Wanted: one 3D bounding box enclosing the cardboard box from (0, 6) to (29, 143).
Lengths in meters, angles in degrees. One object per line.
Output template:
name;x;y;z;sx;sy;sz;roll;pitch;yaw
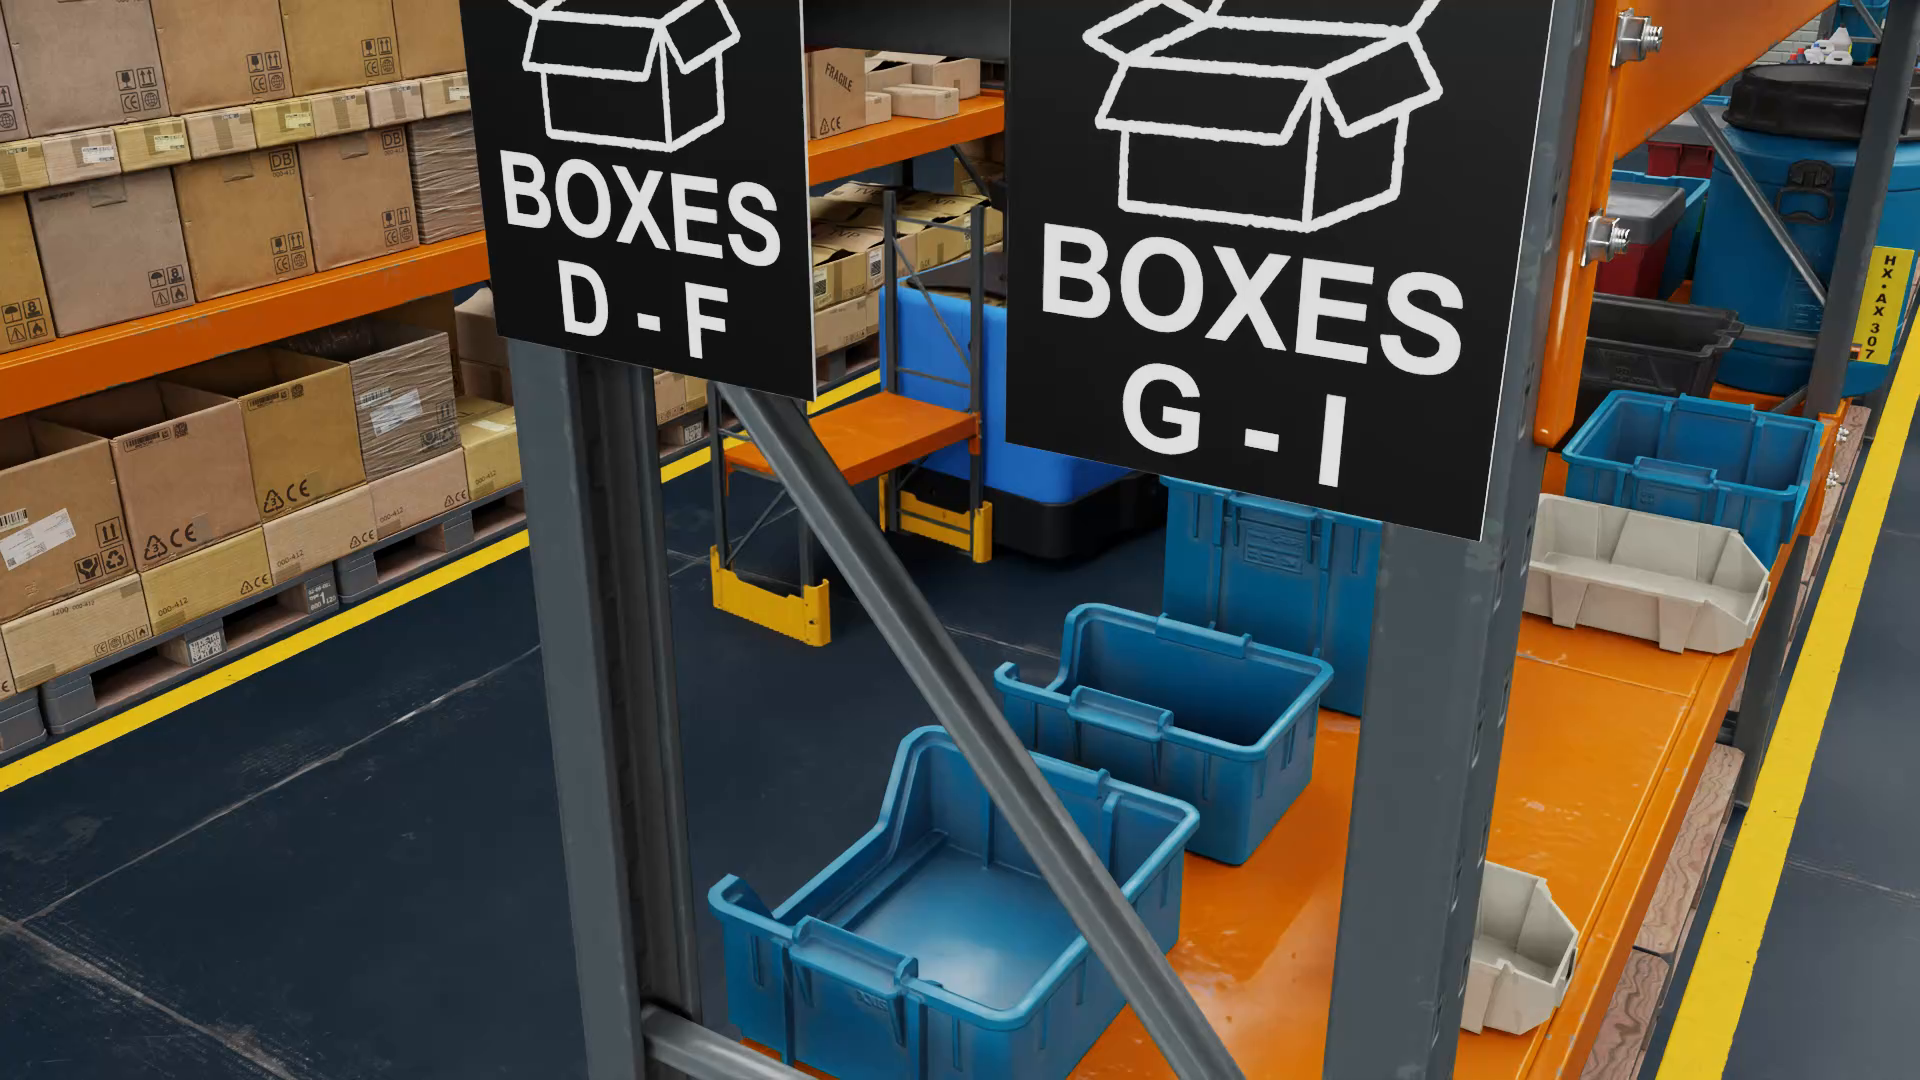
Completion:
cardboard box;-3.388;-1.497;5.173;0.700;0.500;0.500;14;27;29

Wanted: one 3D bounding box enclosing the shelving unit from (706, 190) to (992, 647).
shelving unit;-0.424;-0.517;6.558;0.587;1.500;1.083;18;29;35

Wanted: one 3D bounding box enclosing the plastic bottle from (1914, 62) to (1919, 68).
plastic bottle;5.624;-2.687;9.844;0.097;0.271;0.097;0;23;0

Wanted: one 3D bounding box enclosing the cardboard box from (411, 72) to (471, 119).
cardboard box;-2.195;-1.808;6.707;0.380;0.149;0.250;13;27;28

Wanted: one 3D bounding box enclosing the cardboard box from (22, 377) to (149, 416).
cardboard box;-3.402;-0.361;6.297;0.500;0.500;0.500;14;27;29

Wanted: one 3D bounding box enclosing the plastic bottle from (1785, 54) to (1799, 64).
plastic bottle;4.788;-2.629;9.608;0.144;0.351;0.185;14;27;29

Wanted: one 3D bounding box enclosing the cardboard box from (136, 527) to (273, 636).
cardboard box;-2.947;0.095;6.187;0.500;0.250;0.500;14;27;29

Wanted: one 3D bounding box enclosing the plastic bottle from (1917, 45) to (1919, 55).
plastic bottle;5.898;-2.911;10.260;0.144;0.351;0.185;14;27;29

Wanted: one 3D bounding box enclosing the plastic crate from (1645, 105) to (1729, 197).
plastic crate;3.102;-1.543;6.957;0.402;0.464;0.583;14;27;29

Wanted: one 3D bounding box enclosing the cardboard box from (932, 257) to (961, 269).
cardboard box;-0.331;-1.561;10.013;0.500;0.250;0.500;14;27;28

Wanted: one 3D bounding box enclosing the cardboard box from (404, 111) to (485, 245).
cardboard box;-2.330;-1.579;6.995;0.700;0.500;0.500;13;27;28

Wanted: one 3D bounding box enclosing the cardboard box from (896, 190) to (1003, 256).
cardboard box;-0.059;-1.994;10.306;0.500;0.311;0.500;15;27;30

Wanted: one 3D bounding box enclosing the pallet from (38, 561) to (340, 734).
pallet;-3.199;0.269;6.363;1.003;0.211;1.213;14;27;29

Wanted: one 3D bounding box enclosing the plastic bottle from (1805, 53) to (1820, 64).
plastic bottle;5.146;-2.820;10.146;0.152;0.276;0.135;14;27;29

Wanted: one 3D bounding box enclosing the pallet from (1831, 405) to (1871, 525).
pallet;3.773;-0.461;8.050;1.003;0.211;1.213;14;27;29

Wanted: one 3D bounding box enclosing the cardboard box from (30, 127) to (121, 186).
cardboard box;-3.010;-1.283;5.496;0.380;0.149;0.250;14;27;29

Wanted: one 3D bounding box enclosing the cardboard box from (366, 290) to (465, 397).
cardboard box;-2.612;-0.868;7.468;0.500;0.500;0.500;14;27;29

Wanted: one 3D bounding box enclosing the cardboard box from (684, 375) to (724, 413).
cardboard box;-1.407;-0.871;8.419;0.500;0.250;0.500;15;27;30

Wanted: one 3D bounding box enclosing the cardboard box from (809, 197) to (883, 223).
cardboard box;-0.787;-1.928;10.154;0.500;0.311;0.500;13;27;28

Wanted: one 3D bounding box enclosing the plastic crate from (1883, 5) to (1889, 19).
plastic crate;7.172;-4.085;13.046;0.416;0.233;0.300;14;27;29

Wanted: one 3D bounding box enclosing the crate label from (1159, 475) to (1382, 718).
crate label;0.736;0.011;3.403;0.502;0.435;0.616;14;27;29

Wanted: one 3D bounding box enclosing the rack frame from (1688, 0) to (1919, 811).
rack frame;2.105;-0.644;4.963;1.000;3.000;0.127;14;27;29

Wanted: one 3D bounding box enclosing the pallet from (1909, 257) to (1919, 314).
pallet;5.882;-1.813;11.173;1.003;0.211;1.213;14;27;29

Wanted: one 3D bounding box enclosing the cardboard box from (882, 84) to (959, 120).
cardboard box;-0.231;-2.557;9.697;0.380;0.149;0.250;14;27;29

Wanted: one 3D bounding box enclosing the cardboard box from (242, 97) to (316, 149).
cardboard box;-2.601;-1.548;6.107;0.380;0.149;0.250;14;27;29

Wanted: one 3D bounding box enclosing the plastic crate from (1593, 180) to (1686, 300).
plastic crate;2.100;-0.901;5.476;0.402;0.464;0.583;14;27;29

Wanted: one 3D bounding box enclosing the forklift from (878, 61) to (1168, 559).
forklift;0.956;-1.782;7.676;1.130;2.935;3.031;18;29;35

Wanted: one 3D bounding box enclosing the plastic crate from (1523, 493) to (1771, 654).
plastic crate;1.463;0.078;3.627;0.530;0.136;0.437;14;27;29

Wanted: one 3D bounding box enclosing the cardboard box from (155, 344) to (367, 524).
cardboard box;-2.695;-0.421;6.434;0.500;0.500;0.500;14;27;29

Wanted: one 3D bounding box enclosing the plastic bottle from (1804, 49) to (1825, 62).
plastic bottle;5.268;-2.899;10.326;0.152;0.276;0.135;14;27;29

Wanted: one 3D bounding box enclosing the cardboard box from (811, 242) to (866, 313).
cardboard box;-0.862;-1.478;9.116;0.500;0.311;0.500;15;27;30

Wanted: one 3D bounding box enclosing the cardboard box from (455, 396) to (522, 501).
cardboard box;-2.160;-0.412;7.359;0.500;0.250;0.500;14;27;29

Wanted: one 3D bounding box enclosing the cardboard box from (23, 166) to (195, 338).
cardboard box;-3.140;-1.058;5.791;0.700;0.500;0.500;15;27;31

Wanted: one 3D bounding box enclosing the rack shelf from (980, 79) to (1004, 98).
rack shelf;1.063;-3.379;12.184;1.077;0.370;4.000;14;27;29

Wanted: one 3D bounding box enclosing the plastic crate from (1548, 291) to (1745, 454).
plastic crate;1.720;-0.466;4.629;0.767;0.338;0.504;14;27;29

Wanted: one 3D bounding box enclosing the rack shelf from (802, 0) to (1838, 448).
rack shelf;1.050;-1.016;2.951;1.077;0.370;4.000;14;27;29

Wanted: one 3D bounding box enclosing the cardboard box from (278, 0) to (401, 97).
cardboard box;-2.596;-2.003;6.342;0.700;0.500;0.500;14;27;29

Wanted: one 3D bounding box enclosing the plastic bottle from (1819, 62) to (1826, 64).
plastic bottle;5.081;-2.689;9.848;0.097;0.271;0.097;0;23;0

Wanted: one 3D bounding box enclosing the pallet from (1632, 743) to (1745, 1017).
pallet;1.715;0.853;5.013;1.003;0.211;1.213;14;27;29

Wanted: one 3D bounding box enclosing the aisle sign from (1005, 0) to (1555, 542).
aisle sign;0.206;-0.402;1.130;0.394;0.787;0.004;14;27;29

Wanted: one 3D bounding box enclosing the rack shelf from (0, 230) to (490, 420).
rack shelf;-3.156;-0.679;5.947;1.077;0.370;4.000;14;27;29

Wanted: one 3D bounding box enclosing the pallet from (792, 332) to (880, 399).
pallet;-1.103;-1.074;9.466;1.003;0.211;1.213;14;27;29

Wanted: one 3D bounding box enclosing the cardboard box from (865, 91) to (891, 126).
cardboard box;-0.616;-2.476;9.511;0.380;0.149;0.250;16;28;33

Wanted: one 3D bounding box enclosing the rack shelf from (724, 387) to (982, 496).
rack shelf;-0.430;-0.350;6.623;0.538;0.185;1.000;18;29;35

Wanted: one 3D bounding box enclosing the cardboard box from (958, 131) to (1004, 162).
cardboard box;0.328;-2.817;11.631;0.500;0.250;0.500;15;28;31
